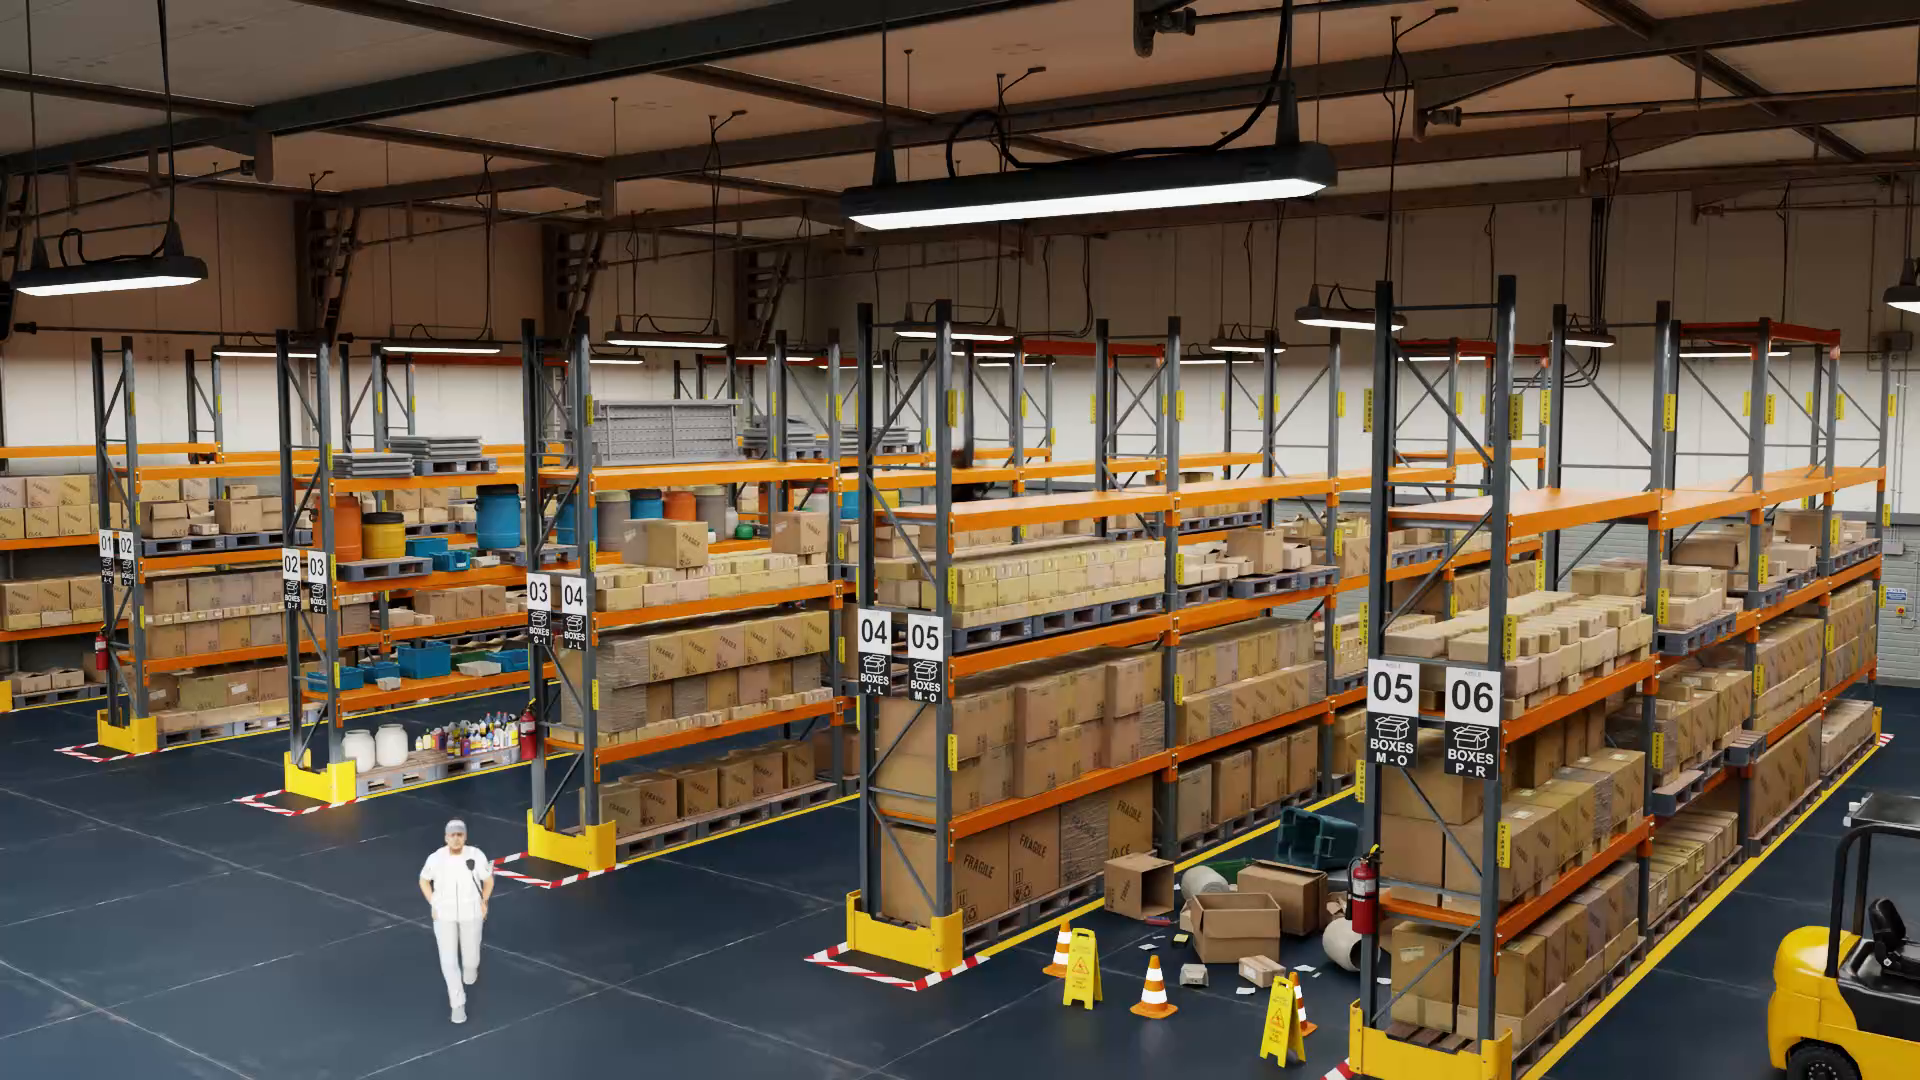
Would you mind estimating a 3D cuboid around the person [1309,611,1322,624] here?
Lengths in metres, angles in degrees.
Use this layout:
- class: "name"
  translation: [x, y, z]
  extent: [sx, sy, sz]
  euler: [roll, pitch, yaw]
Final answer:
- class: "person"
  translation: [5.598, 1.993, 26.314]
  extent: [0.648, 1.759, 0.640]
  euler: [4, 6, 36]

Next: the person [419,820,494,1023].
- class: "person"
  translation: [-4.223, 3.153, 13.971]
  extent: [0.607, 1.644, 0.672]
  euler: [-1, 5, -16]

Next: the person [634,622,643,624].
- class: "person"
  translation: [-5.609, 1.809, 28.436]
  extent: [0.685, 1.826, 0.775]
  euler: [3, 6, 28]
